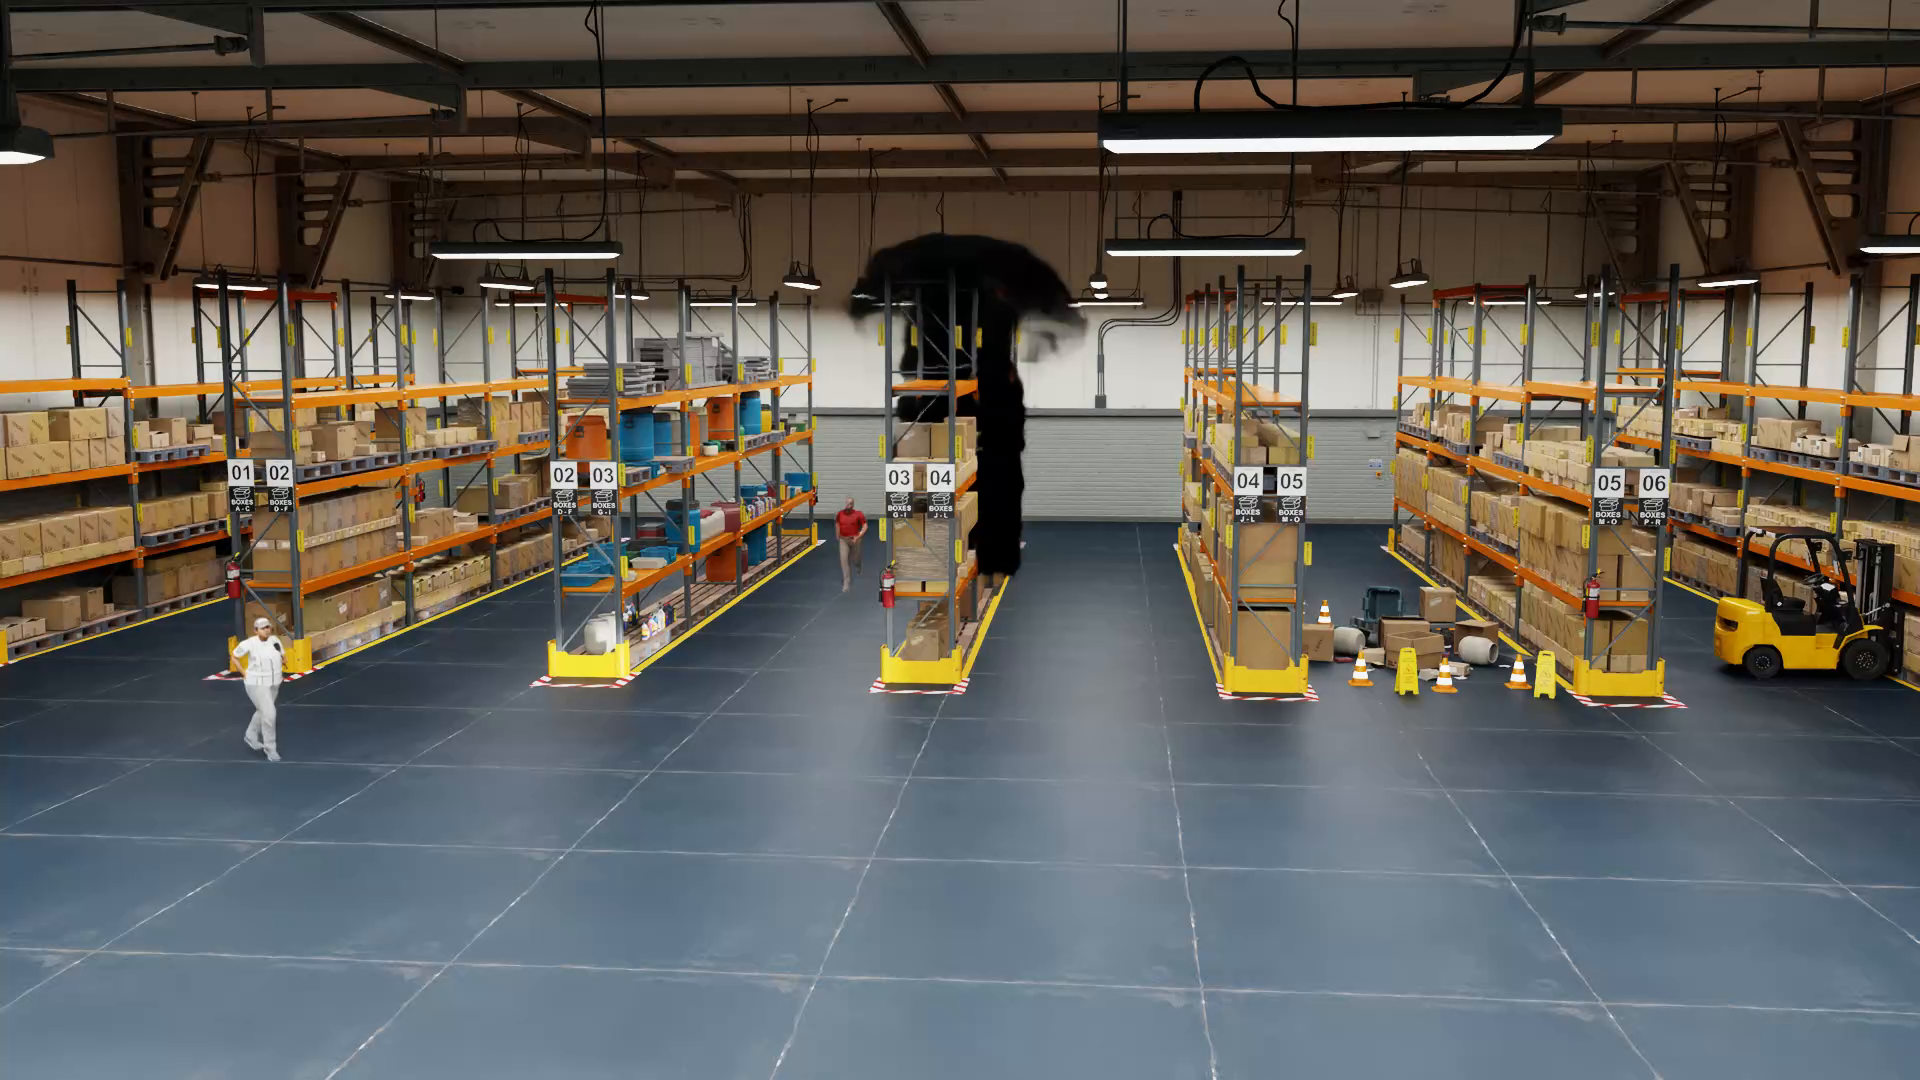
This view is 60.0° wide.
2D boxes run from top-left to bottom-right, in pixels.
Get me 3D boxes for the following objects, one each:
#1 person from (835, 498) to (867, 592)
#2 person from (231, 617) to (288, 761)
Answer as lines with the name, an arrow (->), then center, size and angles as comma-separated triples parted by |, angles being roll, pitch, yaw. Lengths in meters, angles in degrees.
person -> -2.076, 0.062, 31.596 | 0.643, 1.724, 0.997 | 0, 7, 3
person -> -8.368, 1.775, 19.988 | 0.764, 1.734, 0.576 | 4, 8, 29
